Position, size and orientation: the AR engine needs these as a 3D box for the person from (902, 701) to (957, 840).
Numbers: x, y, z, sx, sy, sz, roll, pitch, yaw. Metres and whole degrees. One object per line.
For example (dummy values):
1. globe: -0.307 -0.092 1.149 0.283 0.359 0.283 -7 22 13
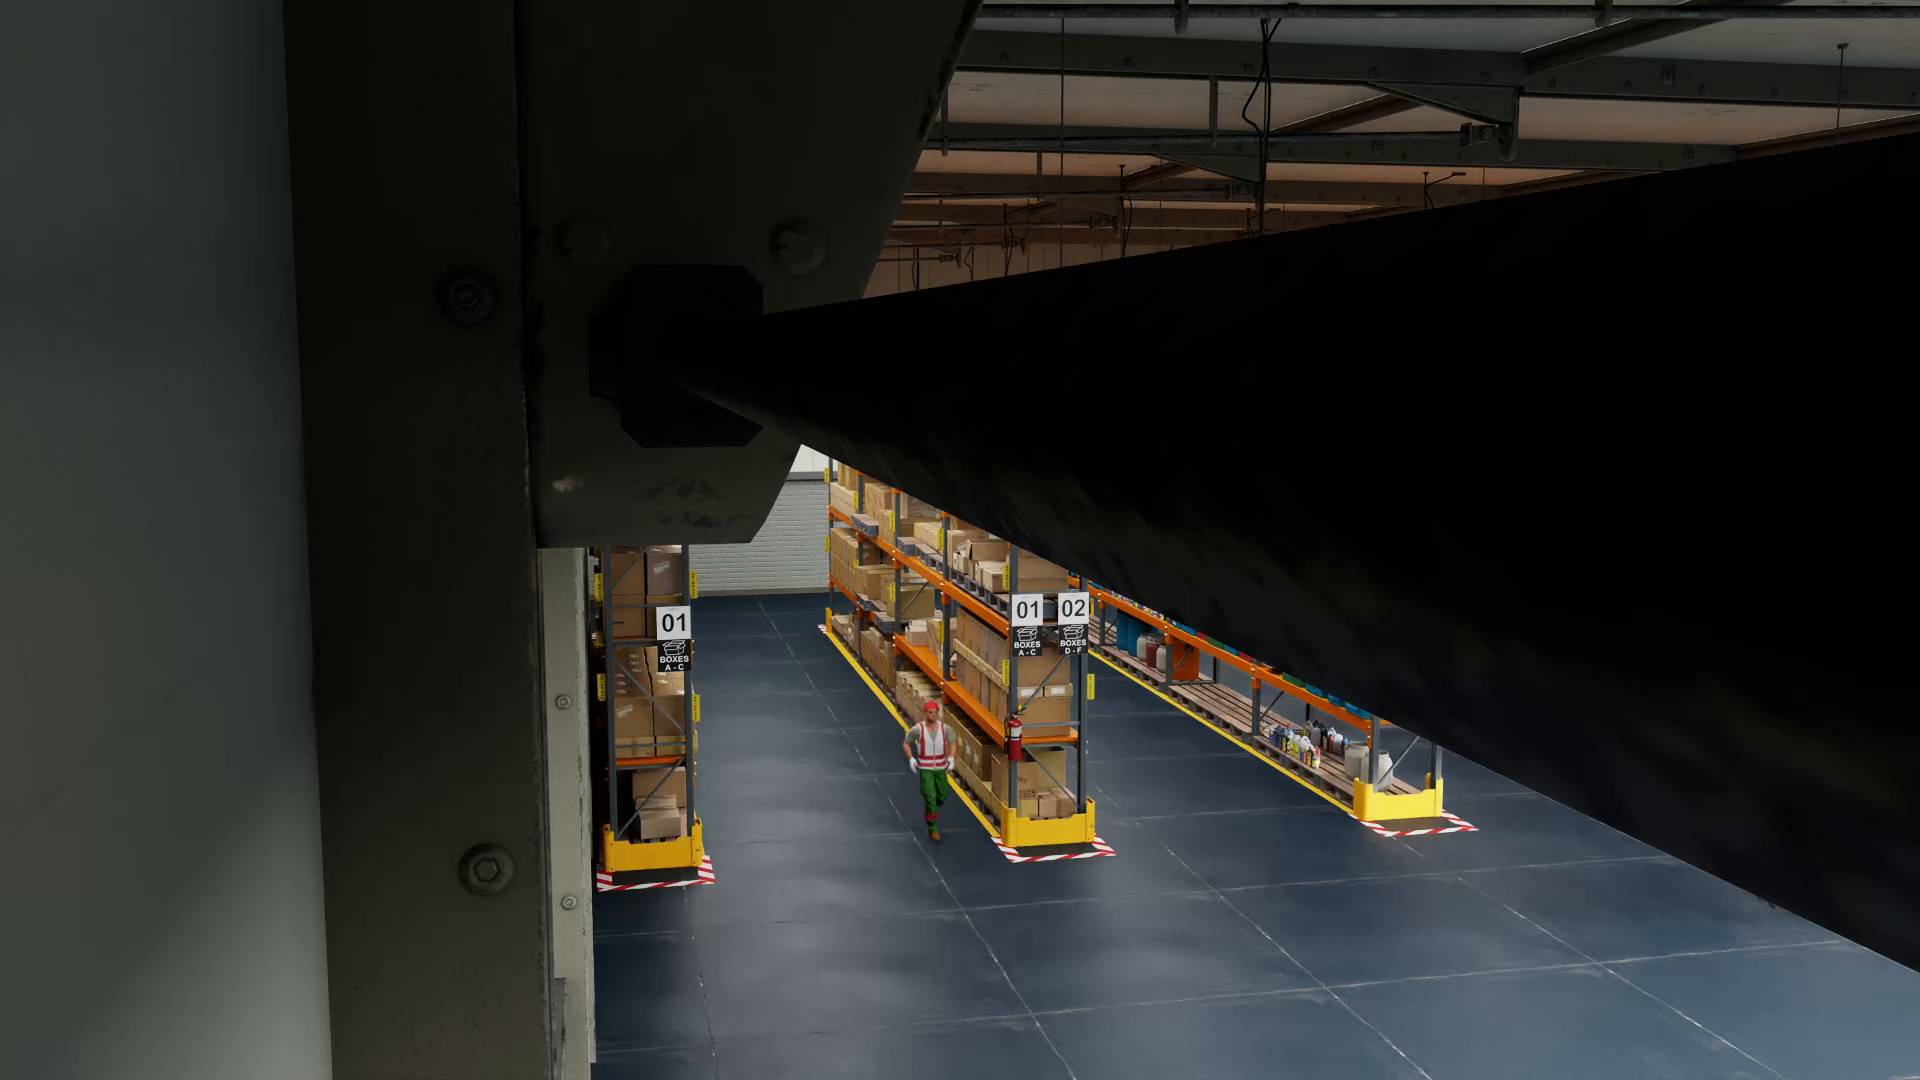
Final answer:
1. person: -0.383 2.918 21.377 0.691 1.748 0.804 -2 7 -17

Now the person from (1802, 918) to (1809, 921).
1. person: 9.302 3.353 18.184 0.586 1.679 0.659 1 7 4
